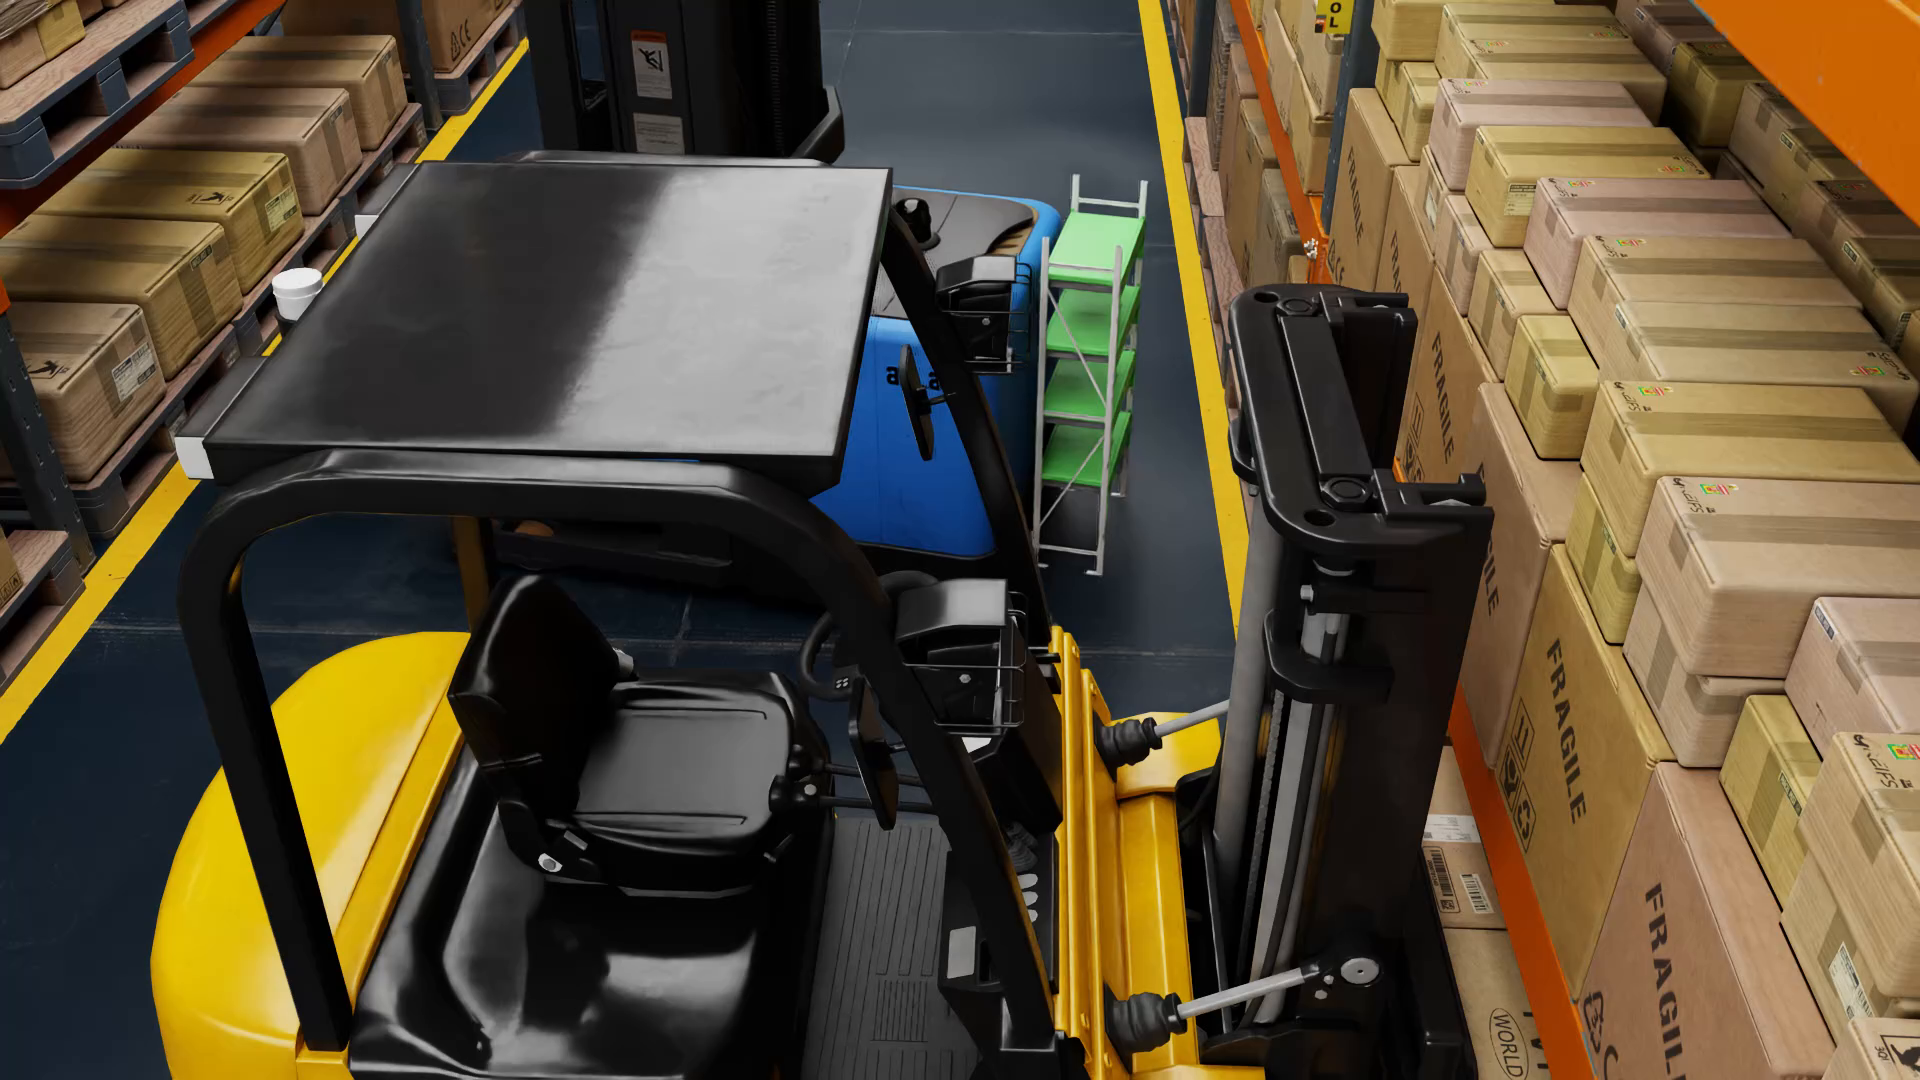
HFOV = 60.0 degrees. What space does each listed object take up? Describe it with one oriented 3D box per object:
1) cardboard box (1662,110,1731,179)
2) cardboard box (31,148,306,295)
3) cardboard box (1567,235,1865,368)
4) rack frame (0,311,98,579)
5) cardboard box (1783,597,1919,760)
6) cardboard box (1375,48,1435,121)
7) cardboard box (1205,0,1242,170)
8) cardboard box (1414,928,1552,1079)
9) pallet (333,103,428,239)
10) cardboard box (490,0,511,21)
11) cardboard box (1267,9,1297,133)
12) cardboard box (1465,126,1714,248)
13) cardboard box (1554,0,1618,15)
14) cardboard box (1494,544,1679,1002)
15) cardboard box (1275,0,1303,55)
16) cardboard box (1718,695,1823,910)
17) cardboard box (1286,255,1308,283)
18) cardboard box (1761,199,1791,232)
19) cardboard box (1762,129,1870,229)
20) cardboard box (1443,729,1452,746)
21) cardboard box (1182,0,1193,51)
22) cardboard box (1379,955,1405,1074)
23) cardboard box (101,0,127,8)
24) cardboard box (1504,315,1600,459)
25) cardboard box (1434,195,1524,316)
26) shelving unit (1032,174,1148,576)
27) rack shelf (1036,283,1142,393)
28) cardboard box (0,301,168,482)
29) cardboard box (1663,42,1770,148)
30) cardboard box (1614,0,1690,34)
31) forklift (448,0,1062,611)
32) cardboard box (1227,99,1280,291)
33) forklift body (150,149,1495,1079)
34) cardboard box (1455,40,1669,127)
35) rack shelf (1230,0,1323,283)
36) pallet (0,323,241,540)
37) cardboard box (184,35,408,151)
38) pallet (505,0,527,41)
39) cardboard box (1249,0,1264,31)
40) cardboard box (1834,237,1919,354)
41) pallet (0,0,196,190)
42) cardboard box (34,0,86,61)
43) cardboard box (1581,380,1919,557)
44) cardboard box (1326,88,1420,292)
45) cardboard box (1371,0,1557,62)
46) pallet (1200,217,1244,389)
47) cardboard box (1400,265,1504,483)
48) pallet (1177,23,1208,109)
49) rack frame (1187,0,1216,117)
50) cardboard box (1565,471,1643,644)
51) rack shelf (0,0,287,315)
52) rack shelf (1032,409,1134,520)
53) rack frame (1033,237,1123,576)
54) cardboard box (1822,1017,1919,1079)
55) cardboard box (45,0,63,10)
[{"bbox_3d":[1.777,-0.842,3.688,0.380,0.149,0.250,2,35,3],"label":"cardboard box"},{"bbox_3d":[-3.362,-1.346,6.977,0.950,0.372,0.625,2,35,3],"label":"cardboard box"},{"bbox_3d":[1.253,-0.389,2.785,0.380,0.149,0.250,1,35,2],"label":"cardboard box"},{"bbox_3d":[-3.432,-1.135,4.757,1.000,3.000,0.127,1,35,2],"label":"rack frame"},{"bbox_3d":[1.217,0.202,1.944,0.380,0.149,0.250,2,35,2],"label":"cardboard box"},{"bbox_3d":[1.252,-1.152,4.129,0.380,0.149,0.250,1,35,1],"label":"cardboard box"},{"bbox_3d":[1.649,-2.163,7.919,0.875,0.625,0.625,2,35,3],"label":"cardboard box"},{"bbox_3d":[1.099,0.964,2.926,0.500,0.250,0.500,2,35,2],"label":"cardboard box"},{"bbox_3d":[-3.305,-1.844,8.190,1.003,0.211,1.213,1,35,2],"label":"pallet"},{"bbox_3d":[-3.121,-3.643,9.808,0.875,0.875,0.875,2,35,2],"label":"cardboard box"},{"bbox_3d":[1.301,-1.546,5.471,0.500,0.250,0.500,1,35,2],"label":"cardboard box"},{"bbox_3d":[1.200,-0.680,3.199,0.380,0.149,0.250,1,35,1],"label":"cardboard box"},{"bbox_3d":[1.756,-1.526,4.662,0.380,0.149,0.250,1,35,1],"label":"cardboard box"},{"bbox_3d":[1.174,0.353,2.552,0.500,0.500,0.500,1,35,1],"label":"cardboard box"},{"bbox_3d":[1.305,-1.750,5.327,0.500,0.250,0.500,0,35,1],"label":"cardboard box"},{"bbox_3d":[1.174,0.326,2.026,0.380,0.149,0.250,1,35,2],"label":"cardboard box"},{"bbox_3d":[1.537,-0.523,5.586,0.875,0.625,0.625,3,35,4],"label":"cardboard box"},{"bbox_3d":[1.702,-0.551,3.275,0.380,0.149,0.250,2,35,3],"label":"cardboard box"},{"bbox_3d":[1.790,-0.671,3.186,0.380,0.149,0.250,1,35,1],"label":"cardboard box"},{"bbox_3d":[1.155,0.372,3.769,0.500,0.250,0.500,2,35,3],"label":"cardboard box"},{"bbox_3d":[1.521,-3.005,9.226,0.500,0.500,0.500,1,35,1],"label":"cardboard box"},{"bbox_3d":[1.128,0.865,3.502,0.500,0.250,0.500,1,35,2],"label":"cardboard box"},{"bbox_3d":[-3.089,-1.969,5.796,0.380,0.149,0.250,2,35,3],"label":"cardboard box"},{"bbox_3d":[1.170,-0.264,2.866,0.380,0.149,0.250,1,35,1],"label":"cardboard box"},{"bbox_3d":[1.164,-0.562,3.290,0.380,0.149,0.250,1,35,1],"label":"cardboard box"},{"bbox_3d":[0.420,-0.526,5.454,0.258,1.200,0.503,8,36,11],"label":"shelving unit"},{"bbox_3d":[0.420,-0.670,5.353,0.258,0.148,0.480,8,36,11],"label":"rack shelf"},{"bbox_3d":[-3.414,-0.533,5.820,0.950,0.372,0.625,2,35,2],"label":"cardboard box"},{"bbox_3d":[1.768,-0.965,3.604,0.380,0.149,0.250,1,35,1],"label":"cardboard box"},{"bbox_3d":[1.816,-1.260,4.025,0.380,0.149,0.250,1,35,2],"label":"cardboard box"},{"bbox_3d":[-1.227,-1.380,5.165,3.031,2.935,1.130,8,36,12],"label":"forklift"},{"bbox_3d":[1.604,-1.401,6.834,0.875,0.625,0.625,0,35,0],"label":"cardboard box"},{"bbox_3d":[-0.380,0.491,3.181,2.313,2.155,1.214,1,35,2],"label":"forklift body"},{"bbox_3d":[1.297,-0.975,3.619,0.380,0.149,0.250,1,35,1],"label":"cardboard box"},{"bbox_3d":[1.608,-1.877,6.438,1.077,0.370,4.000,1,35,2],"label":"rack shelf"},{"bbox_3d":[-3.403,-0.442,6.195,1.003,0.211,1.213,1,35,2],"label":"pallet"},{"bbox_3d":[-3.304,-2.206,8.200,0.950,0.372,0.625,-1,35,-1],"label":"cardboard box"},{"bbox_3d":[-3.113,-3.443,10.465,1.003,0.211,1.213,1,35,2],"label":"pallet"},{"bbox_3d":[1.365,-2.127,6.299,0.500,0.250,0.500,2,35,3],"label":"cardboard box"},{"bbox_3d":[1.691,-0.381,2.773,0.380,0.149,0.250,2,35,3],"label":"cardboard box"},{"bbox_3d":[-3.256,-1.493,5.432,1.003,0.211,1.213,1,35,2],"label":"pallet"},{"bbox_3d":[-3.076,-1.658,5.353,0.380,0.149,0.250,2,35,3],"label":"cardboard box"},{"bbox_3d":[1.122,-0.099,2.372,0.380,0.149,0.250,2,35,3],"label":"cardboard box"},{"bbox_3d":[1.249,-0.815,4.214,0.500,0.500,0.500,0,35,1],"label":"cardboard box"},{"bbox_3d":[1.218,-1.274,4.045,0.380,0.149,0.250,2,35,3],"label":"cardboard box"},{"bbox_3d":[1.564,-1.009,7.002,1.003,0.211,1.213,1,35,2],"label":"pallet"},{"bbox_3d":[1.225,-0.224,3.373,0.500,0.500,0.500,1,35,1],"label":"cardboard box"},{"bbox_3d":[1.756,-2.608,9.277,1.003,0.211,1.213,1,35,2],"label":"pallet"},{"bbox_3d":[1.688,-3.321,7.867,1.000,3.000,0.127,1,35,2],"label":"rack frame"},{"bbox_3d":[1.128,0.026,2.453,0.380,0.149,0.250,2,35,2],"label":"cardboard box"},{"bbox_3d":[-3.352,-1.990,6.598,1.077,0.370,4.000,1,35,2],"label":"rack shelf"},{"bbox_3d":[0.420,-0.277,5.629,0.258,0.148,0.480,8,36,11],"label":"rack shelf"},{"bbox_3d":[0.362,-0.389,5.260,0.240,1.200,0.015,8,36,11],"label":"rack frame"},{"bbox_3d":[1.081,0.616,1.614,0.380,0.149,0.250,2,35,3],"label":"cardboard box"},{"bbox_3d":[-3.108,-2.020,5.305,0.500,0.500,0.500,1,35,2],"label":"cardboard box"}]
